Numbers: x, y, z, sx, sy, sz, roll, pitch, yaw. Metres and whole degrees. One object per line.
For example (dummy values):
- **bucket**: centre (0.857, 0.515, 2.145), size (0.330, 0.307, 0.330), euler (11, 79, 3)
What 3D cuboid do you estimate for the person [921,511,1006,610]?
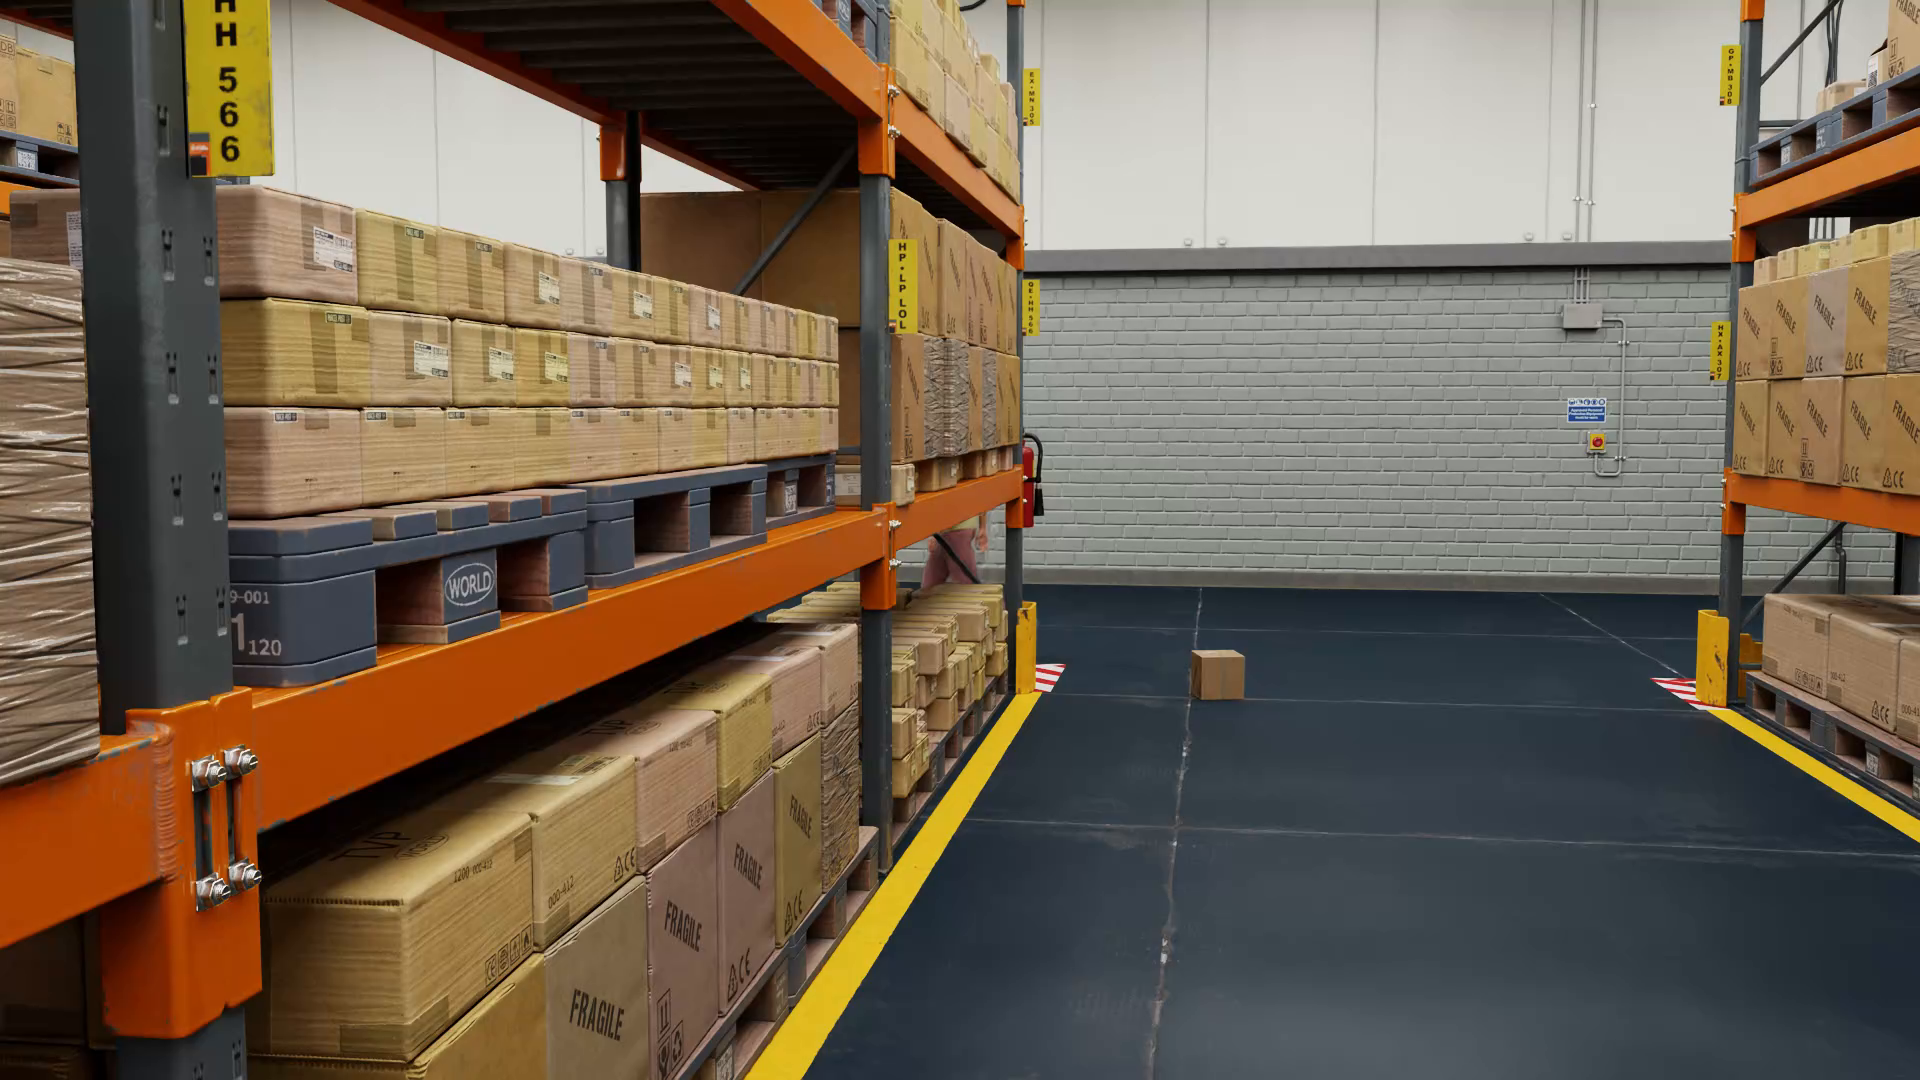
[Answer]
- **person**: centre (-0.043, -0.055, 11.086), size (0.996, 1.628, 0.477), euler (2, 5, 18)
